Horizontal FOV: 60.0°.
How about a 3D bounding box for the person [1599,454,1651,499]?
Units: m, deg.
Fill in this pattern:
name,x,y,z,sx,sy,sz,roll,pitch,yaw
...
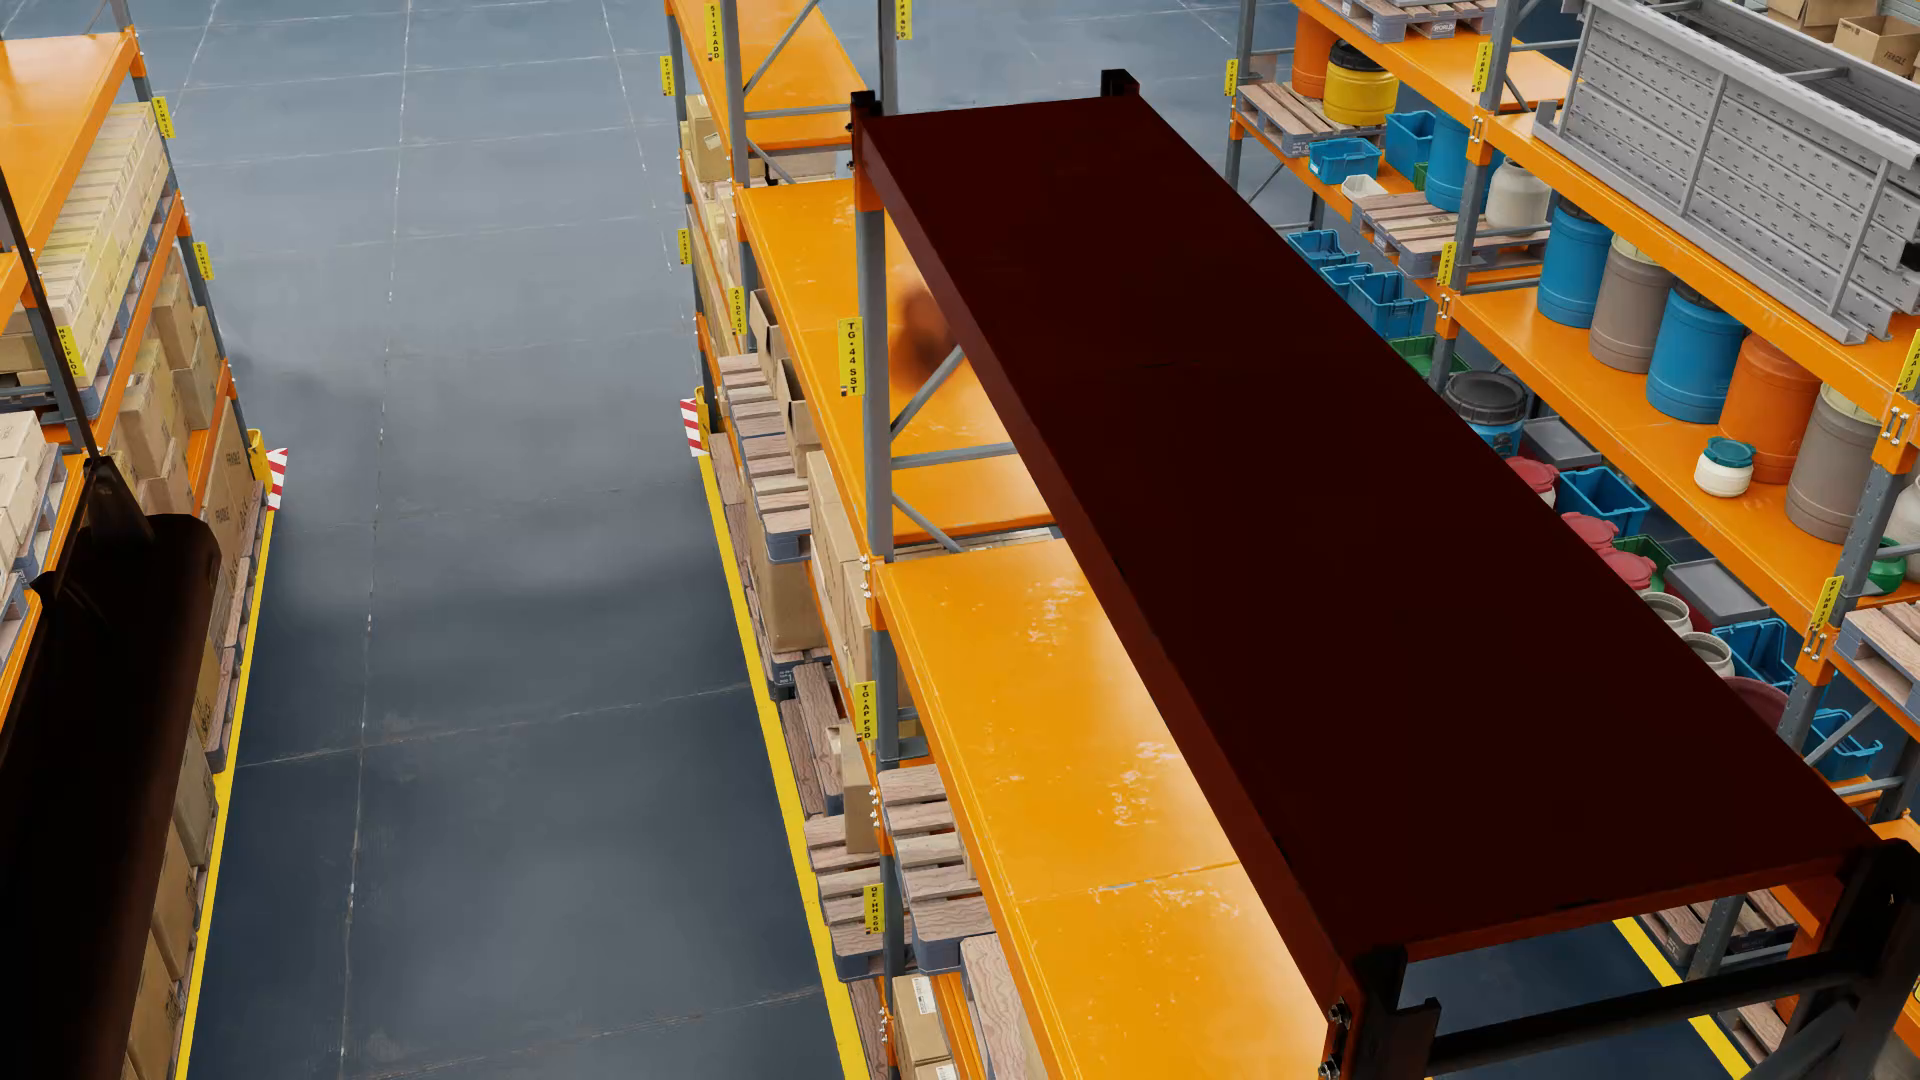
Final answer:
name,x,y,z,sx,sy,sz,roll,pitch,yaw
person,5.806,-1.088,14.321,0.699,1.623,0.812,-18,38,-24
